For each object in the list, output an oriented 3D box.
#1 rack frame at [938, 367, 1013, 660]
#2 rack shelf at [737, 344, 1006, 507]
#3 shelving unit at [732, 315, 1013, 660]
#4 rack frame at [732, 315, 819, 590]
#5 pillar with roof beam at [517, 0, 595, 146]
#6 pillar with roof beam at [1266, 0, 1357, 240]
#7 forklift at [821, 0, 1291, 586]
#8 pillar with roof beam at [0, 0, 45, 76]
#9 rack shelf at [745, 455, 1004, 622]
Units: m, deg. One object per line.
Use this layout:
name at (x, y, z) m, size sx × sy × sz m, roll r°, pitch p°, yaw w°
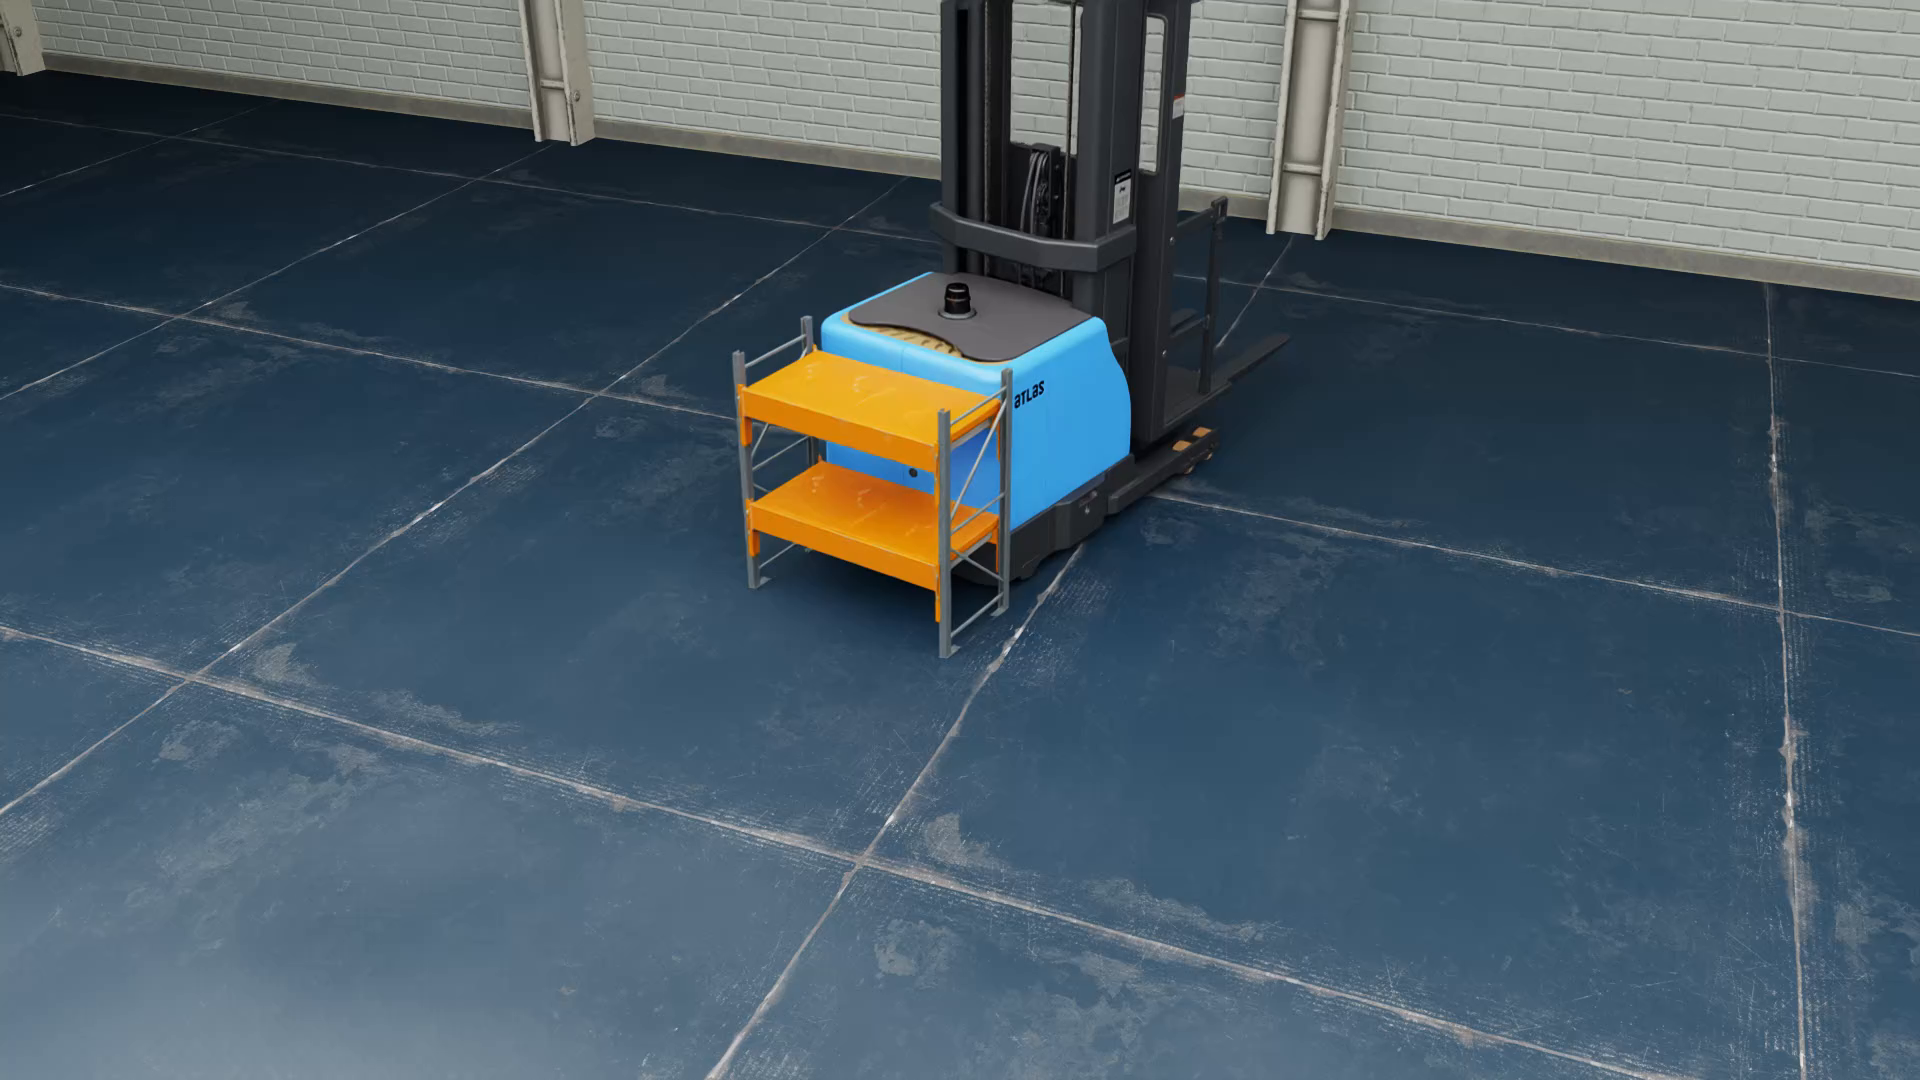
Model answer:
rack frame at (0.064, -0.099, 6.782) m, size 0.032 × 1.125 × 0.500 m, roll 18°, pitch 34°, yaw 29°
rack shelf at (-0.361, -0.491, 6.881) m, size 1.000 × 0.278 × 0.538 m, roll 18°, pitch 34°, yaw 29°
shelving unit at (-0.361, -0.236, 7.025) m, size 1.048 × 1.125 × 0.538 m, roll 18°, pitch 34°, yaw 29°
rack frame at (-0.786, -0.374, 7.268) m, size 0.032 × 1.125 × 0.500 m, roll 18°, pitch 34°, yaw 29°
pillar with roof beam at (-4.822, -5.221, 7.842) m, size 0.400 × 9.000 × 9.100 m, roll 11°, pitch 31°, yaw 19°
pillar with roof beam at (0.737, -4.111, 5.878) m, size 0.400 × 9.000 × 9.100 m, roll 11°, pitch 31°, yaw 19°
forklift at (0.669, -1.740, 7.849) m, size 1.130 × 2.935 × 3.031 m, roll 21°, pitch 36°, yaw 32°
pillar with roof beam at (-10.382, -6.331, 9.806) m, size 0.400 × 9.000 × 9.100 m, roll 11°, pitch 31°, yaw 19°
rack shelf at (-0.361, -0.024, 7.145) m, size 1.000 × 0.278 × 0.538 m, roll 18°, pitch 34°, yaw 29°
